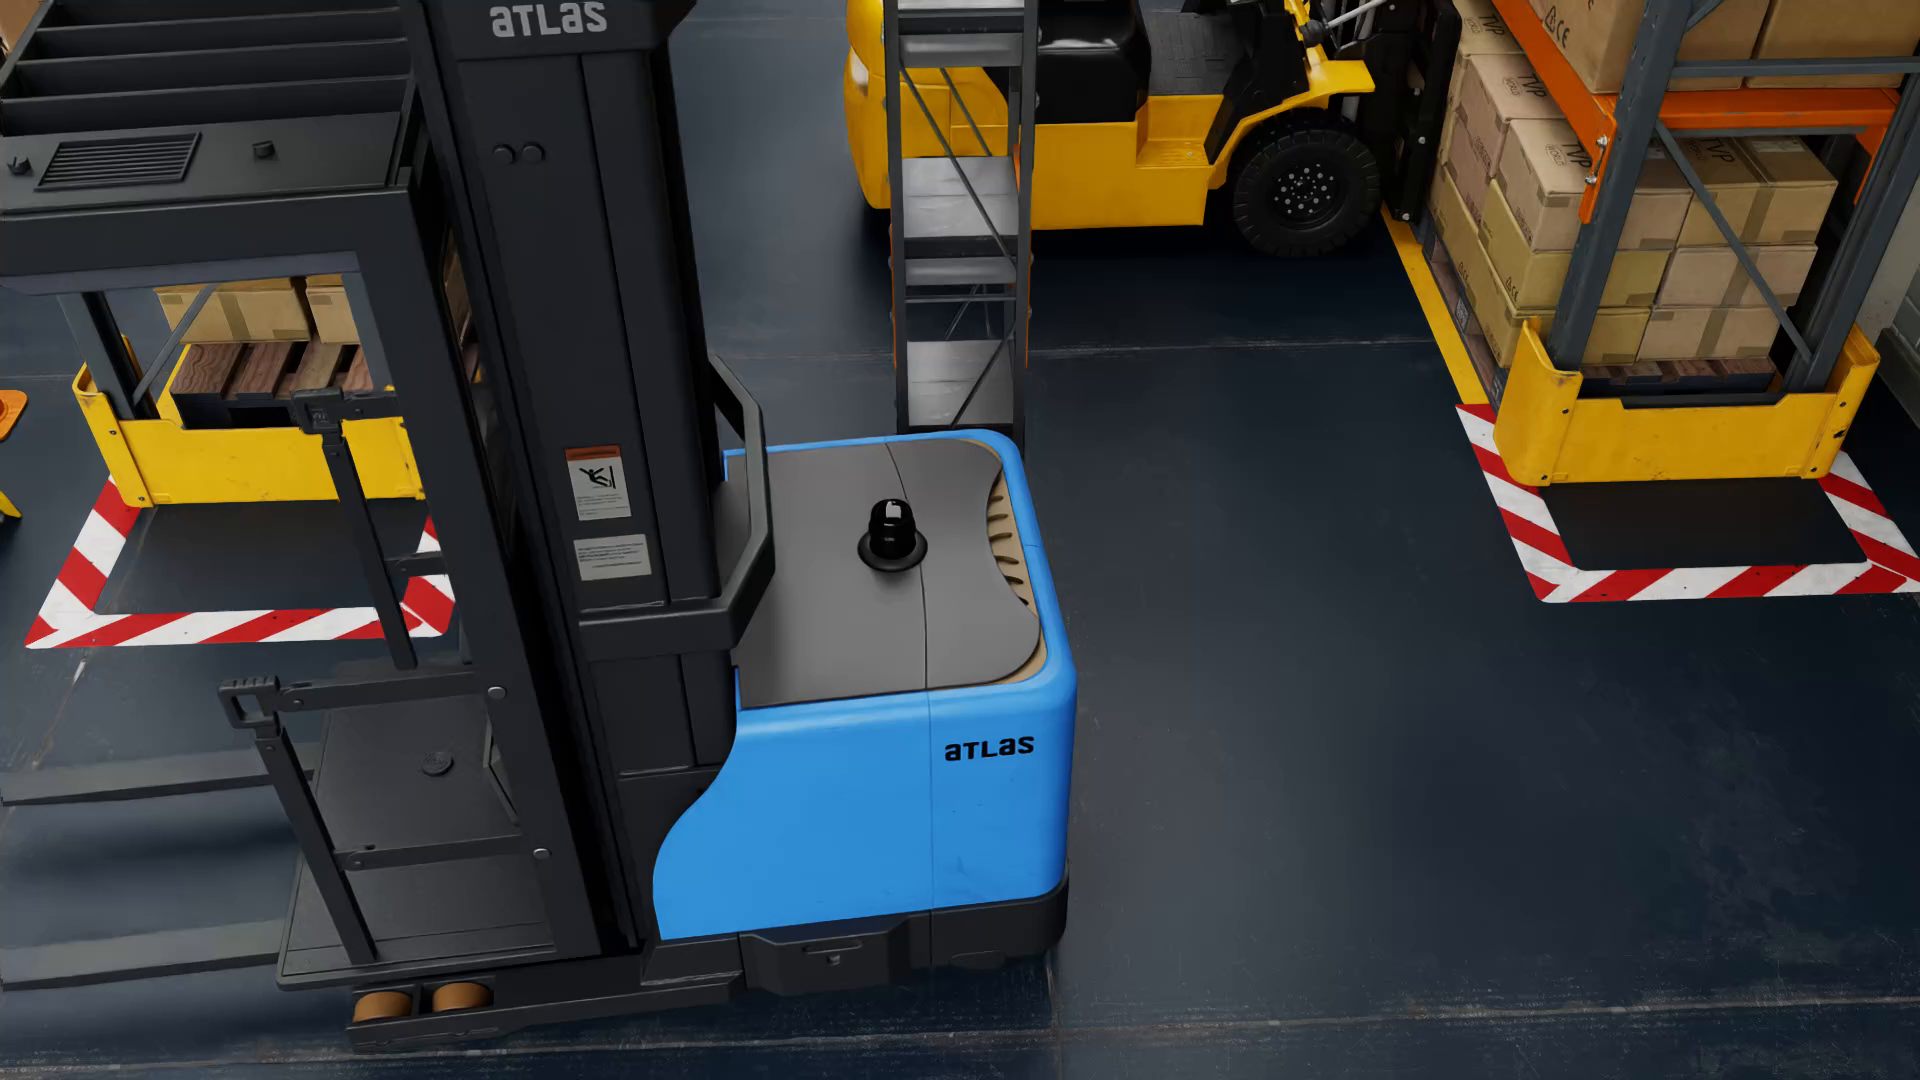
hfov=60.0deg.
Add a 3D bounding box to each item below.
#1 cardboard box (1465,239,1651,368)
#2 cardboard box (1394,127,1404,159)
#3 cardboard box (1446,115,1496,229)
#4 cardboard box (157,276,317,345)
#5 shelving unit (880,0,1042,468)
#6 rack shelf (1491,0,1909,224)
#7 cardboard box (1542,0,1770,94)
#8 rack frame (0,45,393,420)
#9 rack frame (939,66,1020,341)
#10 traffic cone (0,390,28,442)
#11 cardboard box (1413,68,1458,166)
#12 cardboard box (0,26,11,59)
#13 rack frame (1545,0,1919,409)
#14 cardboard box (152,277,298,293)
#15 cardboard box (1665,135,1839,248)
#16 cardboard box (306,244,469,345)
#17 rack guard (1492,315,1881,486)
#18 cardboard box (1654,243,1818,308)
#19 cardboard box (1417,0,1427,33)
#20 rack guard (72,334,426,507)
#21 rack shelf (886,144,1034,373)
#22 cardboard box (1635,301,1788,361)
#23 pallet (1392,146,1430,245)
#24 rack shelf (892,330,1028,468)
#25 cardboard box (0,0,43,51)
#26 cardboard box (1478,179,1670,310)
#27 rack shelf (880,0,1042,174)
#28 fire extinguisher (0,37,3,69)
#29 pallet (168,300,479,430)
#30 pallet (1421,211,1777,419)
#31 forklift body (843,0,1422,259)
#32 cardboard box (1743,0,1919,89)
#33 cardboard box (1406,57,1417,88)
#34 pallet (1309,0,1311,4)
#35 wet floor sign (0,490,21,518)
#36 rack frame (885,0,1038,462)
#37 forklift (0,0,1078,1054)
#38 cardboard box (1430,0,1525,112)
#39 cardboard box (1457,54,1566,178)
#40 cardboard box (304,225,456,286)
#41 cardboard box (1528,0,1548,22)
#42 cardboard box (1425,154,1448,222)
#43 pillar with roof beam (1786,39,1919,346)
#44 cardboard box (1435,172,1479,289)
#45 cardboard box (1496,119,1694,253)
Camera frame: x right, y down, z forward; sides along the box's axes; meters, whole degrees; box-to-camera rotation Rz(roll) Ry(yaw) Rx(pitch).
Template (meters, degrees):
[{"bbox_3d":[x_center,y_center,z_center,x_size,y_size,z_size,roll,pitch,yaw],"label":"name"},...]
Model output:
[{"bbox_3d":[2.228,-0.896,6.231,0.500,0.250,0.500,-1,43,-1],"label":"cardboard box"},{"bbox_3d":[2.160,-1.920,7.348,0.500,0.250,0.500,0,43,0],"label":"cardboard box"},{"bbox_3d":[2.220,-1.430,6.445,0.500,0.250,0.500,-2,43,-2],"label":"cardboard box"},{"bbox_3d":[-2.699,-0.997,6.342,0.500,0.250,0.500,-2,43,-2],"label":"cardboard box"},{"bbox_3d":[-0.007,-0.886,5.162,0.431,2.100,0.503,-2,43,-2],"label":"shelving unit"},{"bbox_3d":[2.479,-2.531,6.824,1.077,0.370,4.000,-2,43,-2],"label":"rack shelf"},{"bbox_3d":[2.280,-1.808,5.428,0.500,0.500,0.500,-3,43,-3],"label":"cardboard box"},{"bbox_3d":[-2.395,-1.301,4.950,1.000,3.000,0.127,-2,43,-2],"label":"rack frame"},{"bbox_3d":[-0.017,-1.051,5.342,0.400,2.100,0.015,-2,43,-2],"label":"rack frame"},{"bbox_3d":[-3.702,-0.619,6.083,0.336,0.463,0.334,-2,43,-2],"label":"traffic cone"},{"bbox_3d":[2.177,-1.778,6.824,0.500,0.250,0.500,-3,43,-3],"label":"cardboard box"},{"bbox_3d":[-4.675,-2.382,8.152,0.258,0.266,0.396,-32,51,-30],"label":"cardboard box"},{"bbox_3d":[2.564,-1.446,5.108,1.000,3.000,0.127,-2,43,-2],"label":"rack frame"},{"bbox_3d":[-2.690,-1.252,6.065,0.500,0.500,0.500,-1,43,-2],"label":"cardboard box"},{"bbox_3d":[2.732,-1.286,5.917,0.500,0.250,0.500,-2,43,-2],"label":"cardboard box"},{"bbox_3d":[-2.153,-0.995,6.340,0.500,0.250,0.500,-2,43,-2],"label":"cardboard box"},{"bbox_3d":[2.565,-0.509,5.935,1.175,0.500,0.348,-2,43,-2],"label":"rack guard"},{"bbox_3d":[2.751,-1.095,6.079,0.500,0.250,0.500,-1,43,-1],"label":"cardboard box"},{"bbox_3d":[2.160,-2.285,7.007,0.500,0.250,0.500,-2,43,-3],"label":"cardboard box"},{"bbox_3d":[-2.399,-0.431,5.850,1.175,0.500,0.348,-2,43,-2],"label":"rack guard"},{"bbox_3d":[-0.007,-0.876,5.172,0.431,0.518,0.480,-2,43,-2],"label":"rack shelf"},{"bbox_3d":[2.738,-0.925,6.263,0.500,0.250,0.500,-1,43,-2],"label":"cardboard box"},{"bbox_3d":[2.441,-1.755,7.508,1.003,0.211,1.213,-2,43,-2],"label":"pallet"},{"bbox_3d":[-0.007,-0.360,5.645,0.431,0.518,0.480,-2,43,-2],"label":"rack shelf"},{"bbox_3d":[-2.694,-1.806,5.207,0.500,0.500,0.500,-2,43,-3],"label":"cardboard box"},{"bbox_3d":[2.231,-1.091,6.075,0.500,0.250,0.500,-2,43,-2],"label":"cardboard box"},{"bbox_3d":[-0.007,-1.392,4.699,0.431,0.518,0.480,-2,43,-2],"label":"rack shelf"},{"bbox_3d":[-2.851,-1.182,4.877,0.296,0.674,0.183,-2,43,-2],"label":"fire extinguisher"},{"bbox_3d":[-2.398,-0.874,6.547,1.003,0.211,1.213,-2,43,-2],"label":"pallet"},{"bbox_3d":[2.489,-0.933,6.612,1.003,0.211,1.213,-2,43,-2],"label":"pallet"},{"bbox_3d":[0.661,-2.361,6.734,2.313,2.155,1.214,-2,43,-2],"label":"forklift body"},{"bbox_3d":[2.820,-1.826,5.448,0.500,0.500,0.500,0,43,0],"label":"cardboard box"},{"bbox_3d":[2.160,-2.116,7.193,0.500,0.250,0.500,-2,43,-2],"label":"cardboard box"},{"bbox_3d":[2.386,-2.581,8.409,1.003,0.211,1.213,-2,43,-2],"label":"pallet"},{"bbox_3d":[-3.456,-0.274,5.572,0.267,0.644,0.232,12,44,13],"label":"wet floor sign"},{"bbox_3d":[0.003,-0.721,4.983,0.400,2.100,0.015,-2,43,-2],"label":"rack frame"},{"bbox_3d":[-1.271,-0.143,3.736,3.031,2.935,1.130,-5,43,-6],"label":"forklift"},{"bbox_3d":[2.174,-1.943,6.634,0.500,0.250,0.500,-1,43,-1],"label":"cardboard box"},{"bbox_3d":[2.205,-1.603,6.263,0.500,0.250,0.500,-1,43,-1],"label":"cardboard box"},{"bbox_3d":[-2.155,-1.287,6.104,0.500,0.500,0.500,-3,43,-3],"label":"cardboard box"},{"bbox_3d":[2.268,-2.158,5.811,0.500,0.500,0.500,0,43,0],"label":"cardboard box"},{"bbox_3d":[2.204,-1.570,6.967,0.500,0.250,0.500,-1,43,-1],"label":"cardboard box"},{"bbox_3d":[-0.866,-4.030,3.487,9.100,9.000,0.400,-2,43,-2],"label":"pillar with roof beam"},{"bbox_3d":[2.217,-1.232,6.598,0.500,0.250,0.500,-2,43,-2],"label":"cardboard box"},{"bbox_3d":[2.233,-1.258,5.887,0.500,0.250,0.500,0,43,0],"label":"cardboard box"}]
